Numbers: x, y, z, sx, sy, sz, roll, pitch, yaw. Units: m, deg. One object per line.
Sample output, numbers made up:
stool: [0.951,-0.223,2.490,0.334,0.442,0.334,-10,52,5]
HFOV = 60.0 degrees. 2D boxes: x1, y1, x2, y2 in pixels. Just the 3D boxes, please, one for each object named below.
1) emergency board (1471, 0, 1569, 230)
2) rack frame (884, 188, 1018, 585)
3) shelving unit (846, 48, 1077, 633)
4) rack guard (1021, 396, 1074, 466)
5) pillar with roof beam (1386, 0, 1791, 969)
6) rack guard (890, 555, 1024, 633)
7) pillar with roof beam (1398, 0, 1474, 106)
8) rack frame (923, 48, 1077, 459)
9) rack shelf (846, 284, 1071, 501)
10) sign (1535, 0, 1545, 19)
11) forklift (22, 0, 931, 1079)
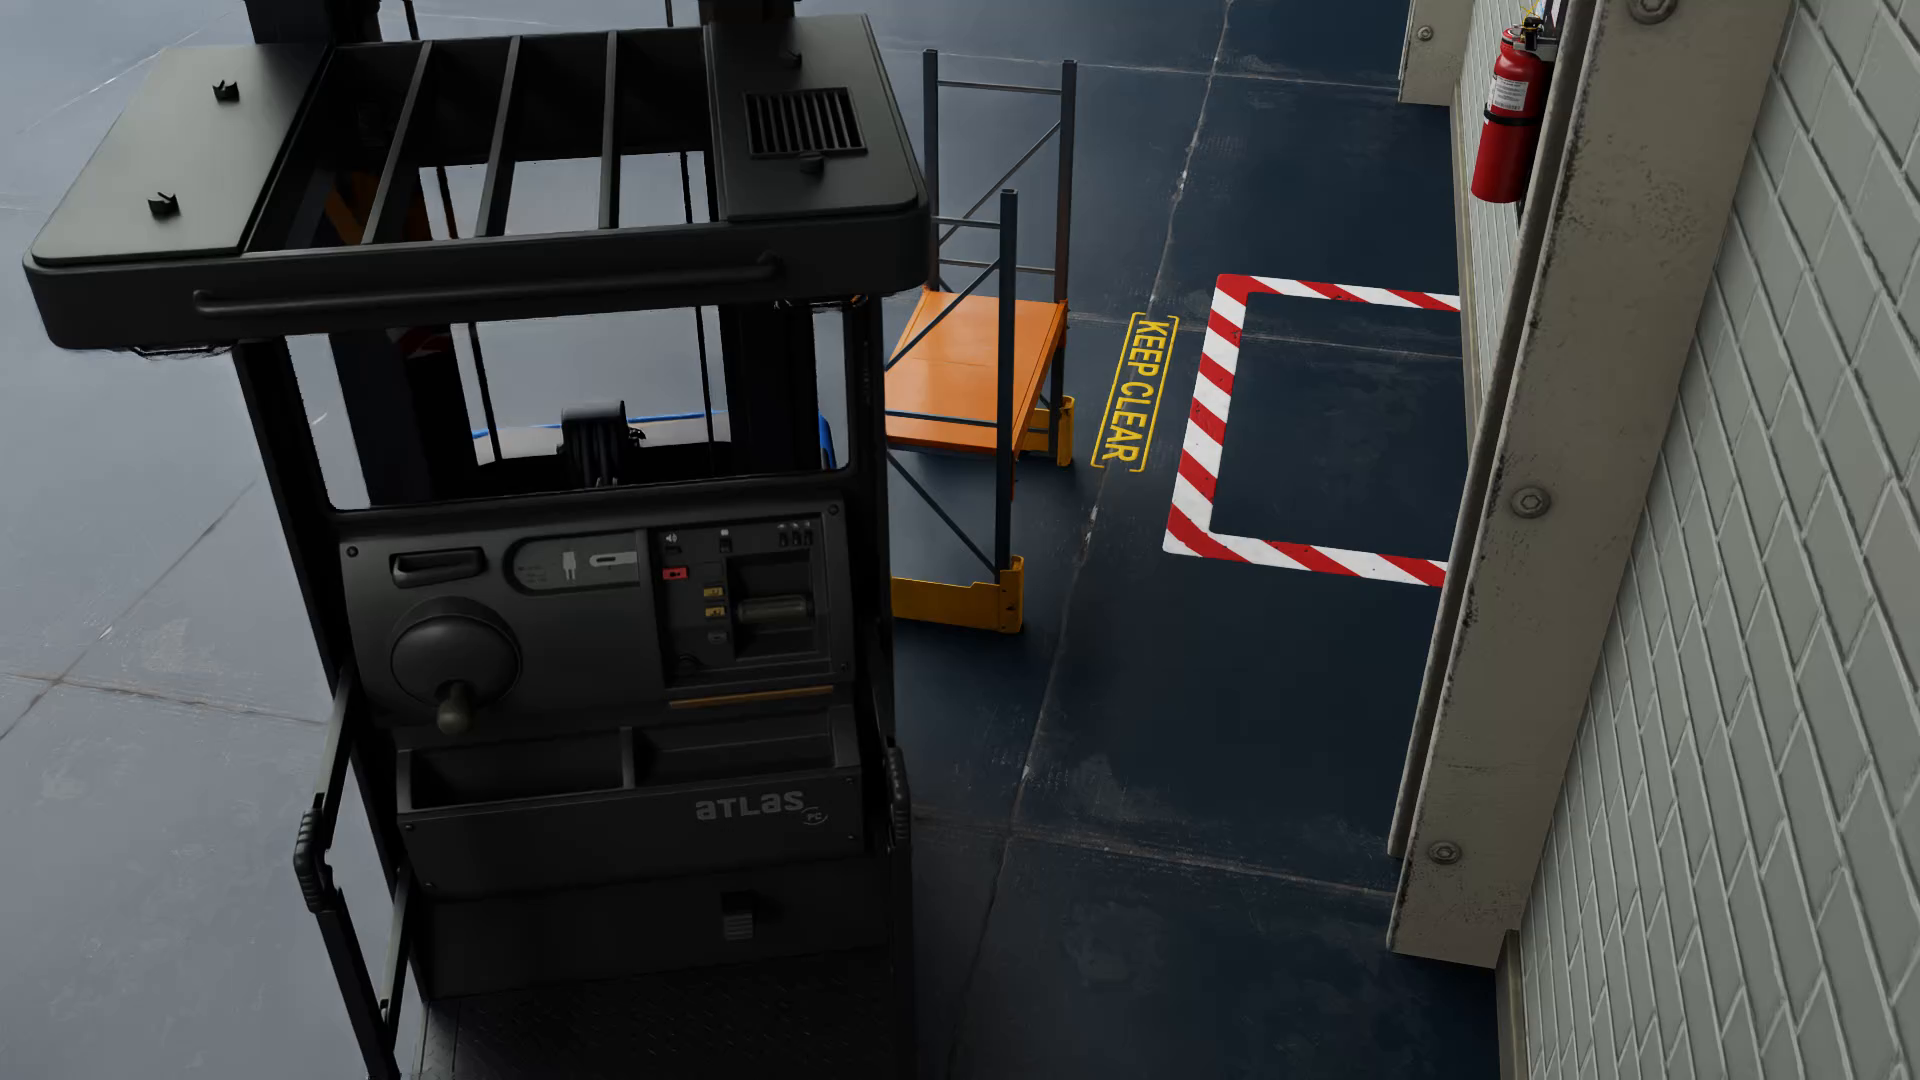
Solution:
emergency board: [1.859,-1.662,5.487,0.194,1.169,0.643,7,37,10]
rack frame: [-0.090,-0.365,4.975,0.500,1.500,0.032,7,37,10]
shelving unit: [0.016,-0.651,5.370,0.587,1.500,1.083,7,37,10]
rack guard: [0.123,-0.430,6.131,0.587,0.250,0.087,7,37,10]
pillar with roof beam: [-2.912,-3.219,2.523,9.100,9.000,0.400,7,37,10]
rack guard: [-0.090,0.141,5.343,0.587,0.250,0.087,7,37,10]
pillar with roof beam: [-1.630,-6.658,7.269,9.100,9.000,0.400,7,37,10]
rack frame: [0.127,-0.948,5.779,0.500,1.500,0.032,7,37,10]
rack shelf: [0.018,-0.511,5.483,0.538,0.185,1.000,7,37,10]
sign: [2.078,-1.980,5.896,0.001,0.329,0.234,7,37,10]
forklift: [-0.638,0.205,2.970,1.130,2.935,3.031,-5,36,-7]
